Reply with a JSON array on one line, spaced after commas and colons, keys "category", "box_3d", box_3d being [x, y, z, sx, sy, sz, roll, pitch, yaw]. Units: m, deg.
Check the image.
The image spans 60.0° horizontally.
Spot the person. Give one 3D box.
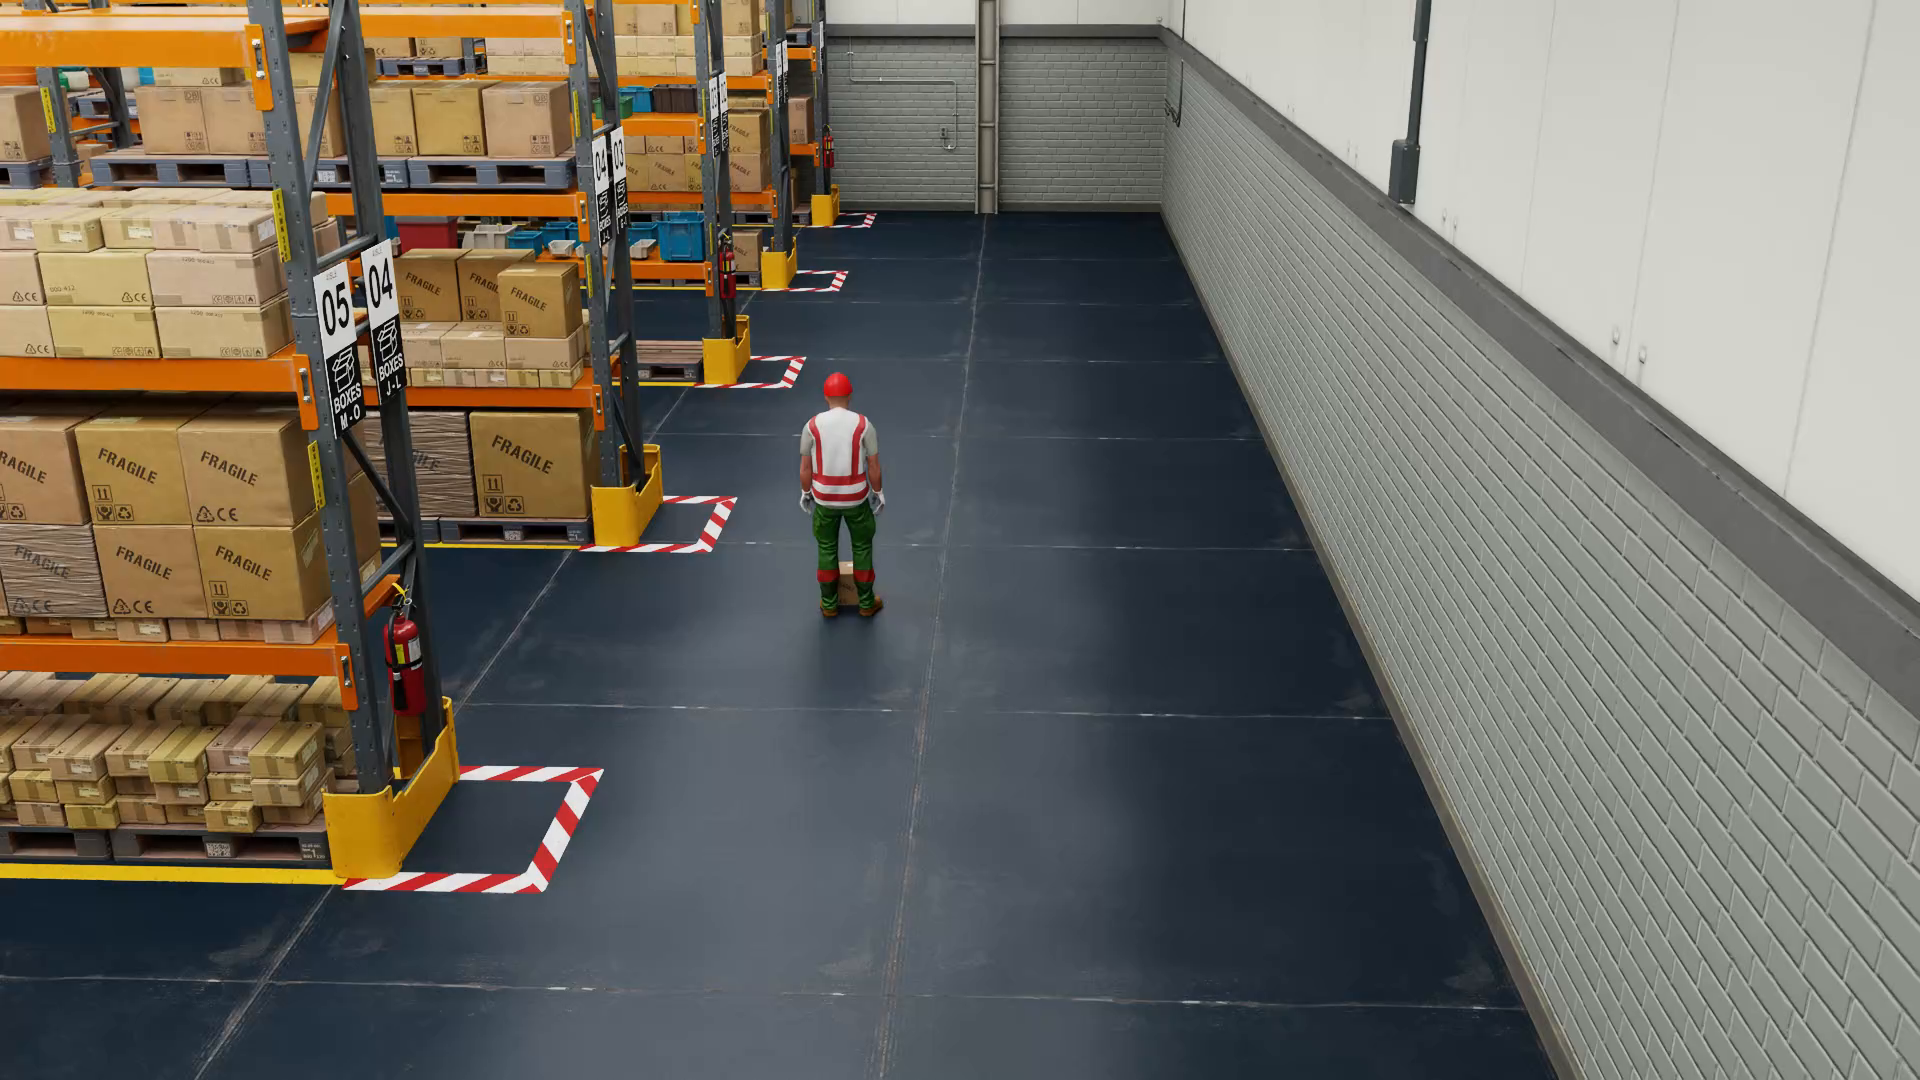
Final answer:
[{"category": "person", "box_3d": [-0.839, -0.312, 11.888, 0.609, 1.779, 0.449, 1, 21, 2]}]
